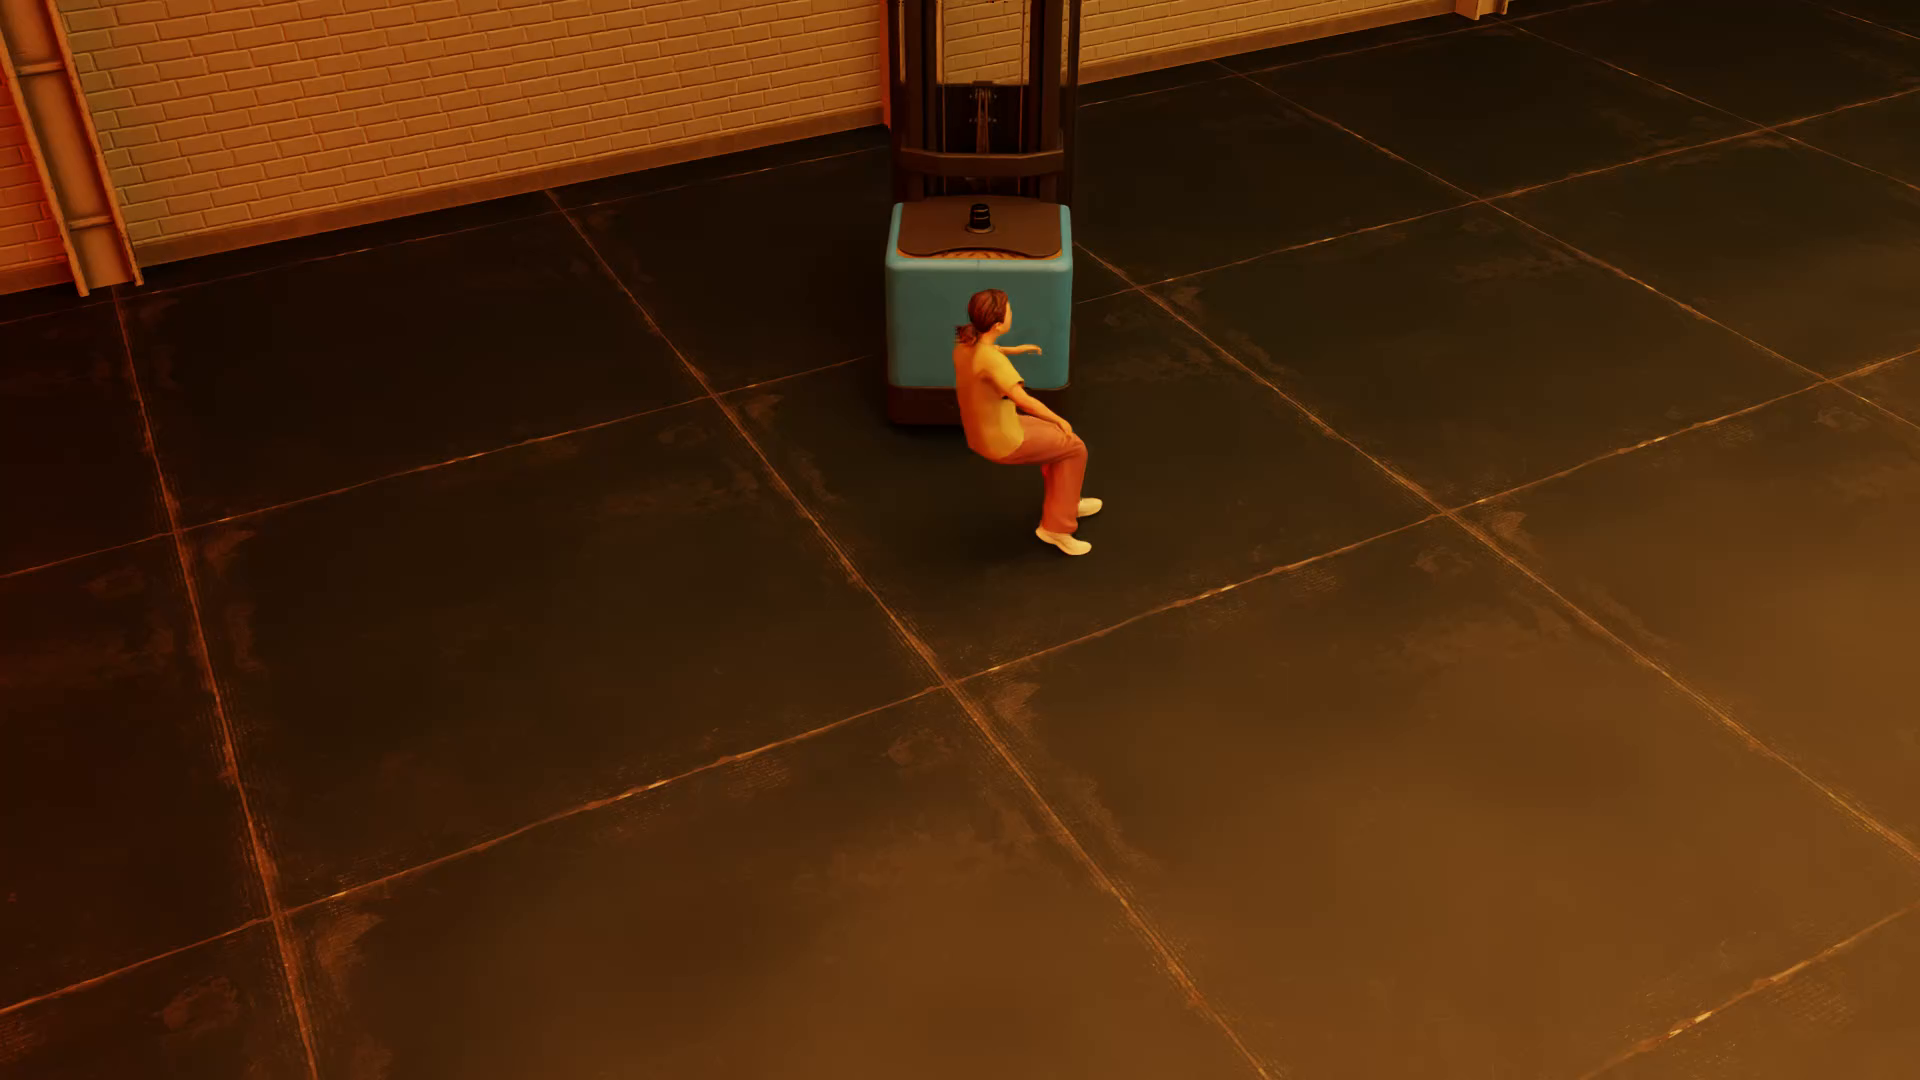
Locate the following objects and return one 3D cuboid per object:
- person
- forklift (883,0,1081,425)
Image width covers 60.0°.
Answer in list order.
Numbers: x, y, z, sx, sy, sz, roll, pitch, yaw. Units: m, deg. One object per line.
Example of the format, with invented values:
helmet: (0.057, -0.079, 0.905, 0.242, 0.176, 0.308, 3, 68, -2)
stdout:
person: (0.368, -0.636, 8.336, 0.835, 1.436, 0.800, -21, 40, -27)
forklift: (0.143, -2.664, 9.892, 1.130, 2.935, 3.031, 1, 35, 1)
